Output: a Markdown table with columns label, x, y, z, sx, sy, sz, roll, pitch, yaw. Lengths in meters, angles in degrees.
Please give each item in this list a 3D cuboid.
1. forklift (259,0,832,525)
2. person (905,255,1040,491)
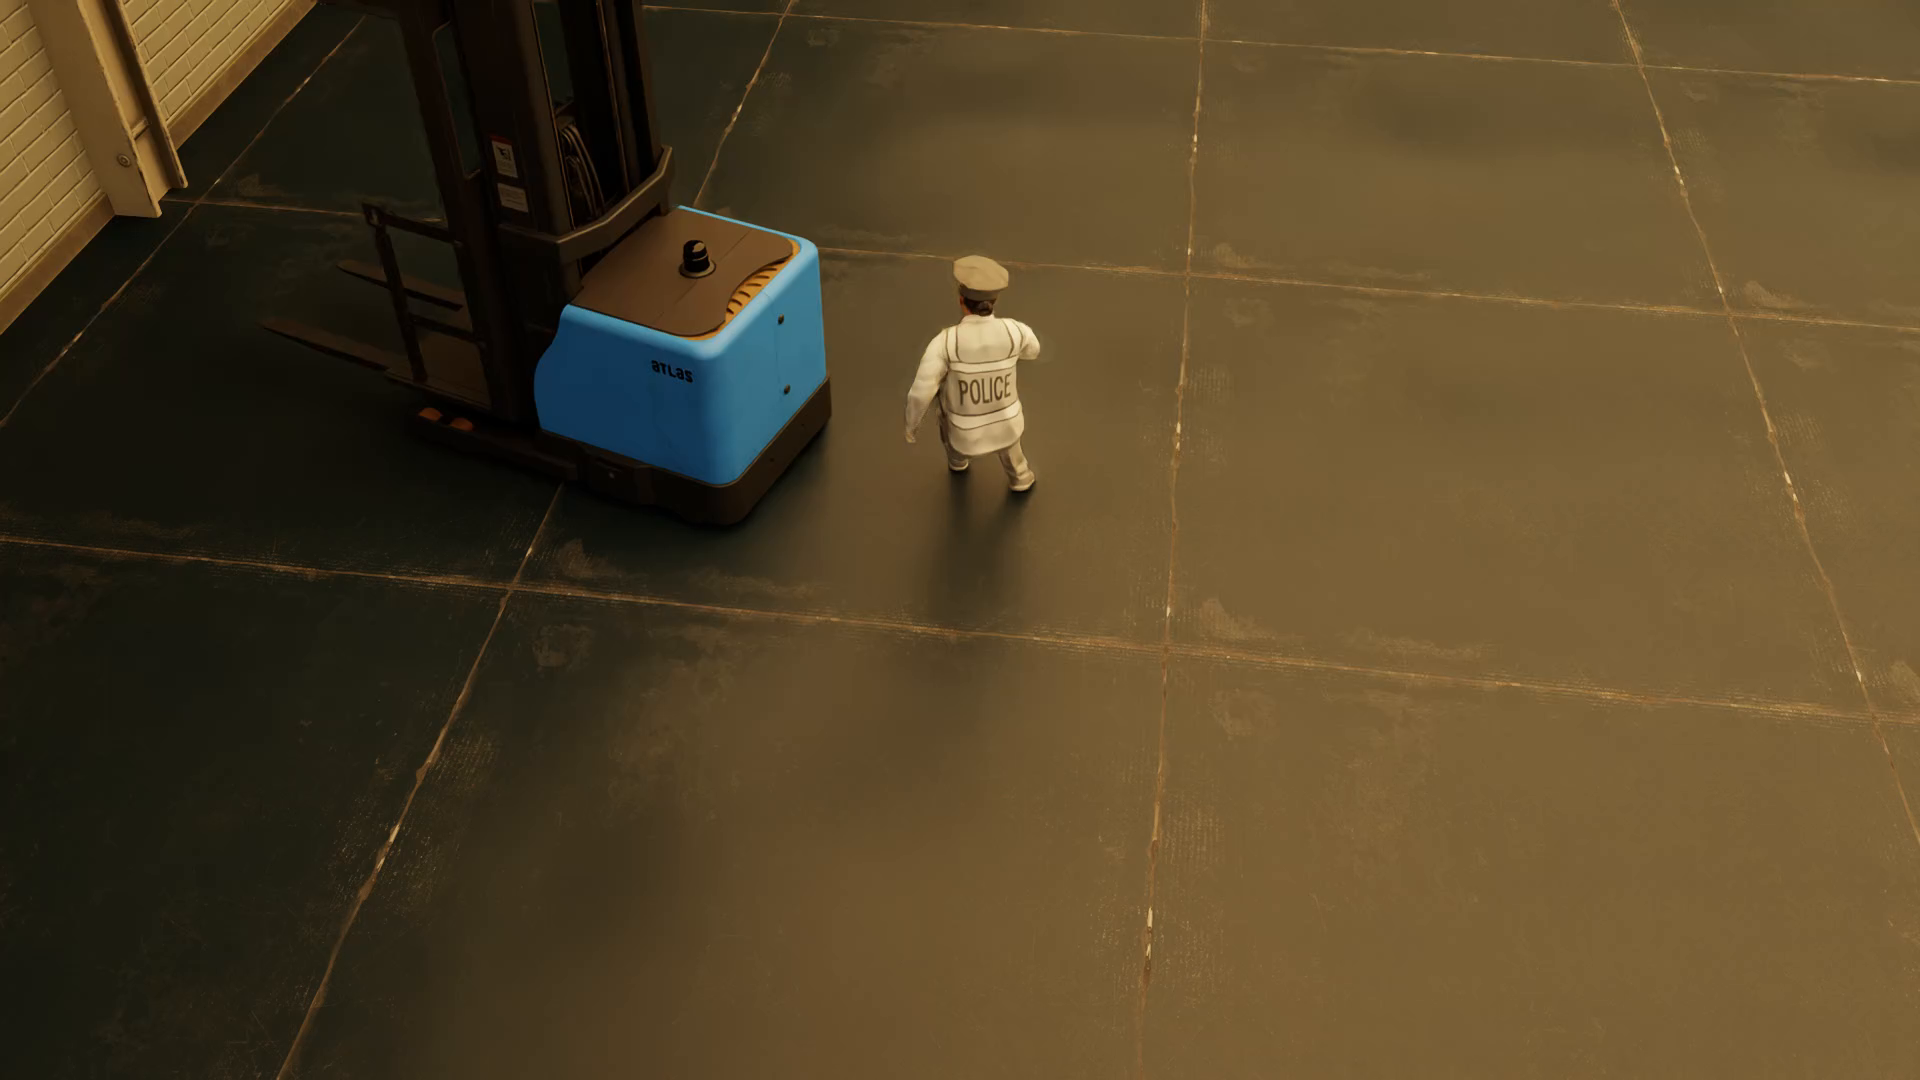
| label | x | y | z | sx | sy | sz | roll | pitch | yaw |
| --- | --- | --- | --- | --- | --- | --- | --- | --- | --- |
| forklift | -2.211 | -1.832 | 7.719 | 3.031 | 2.935 | 1.130 | 18 | 45 | 18 |
| person | 0.036 | -0.712 | 7.680 | 0.745 | 1.466 | 0.855 | -12 | 44 | -13 |
